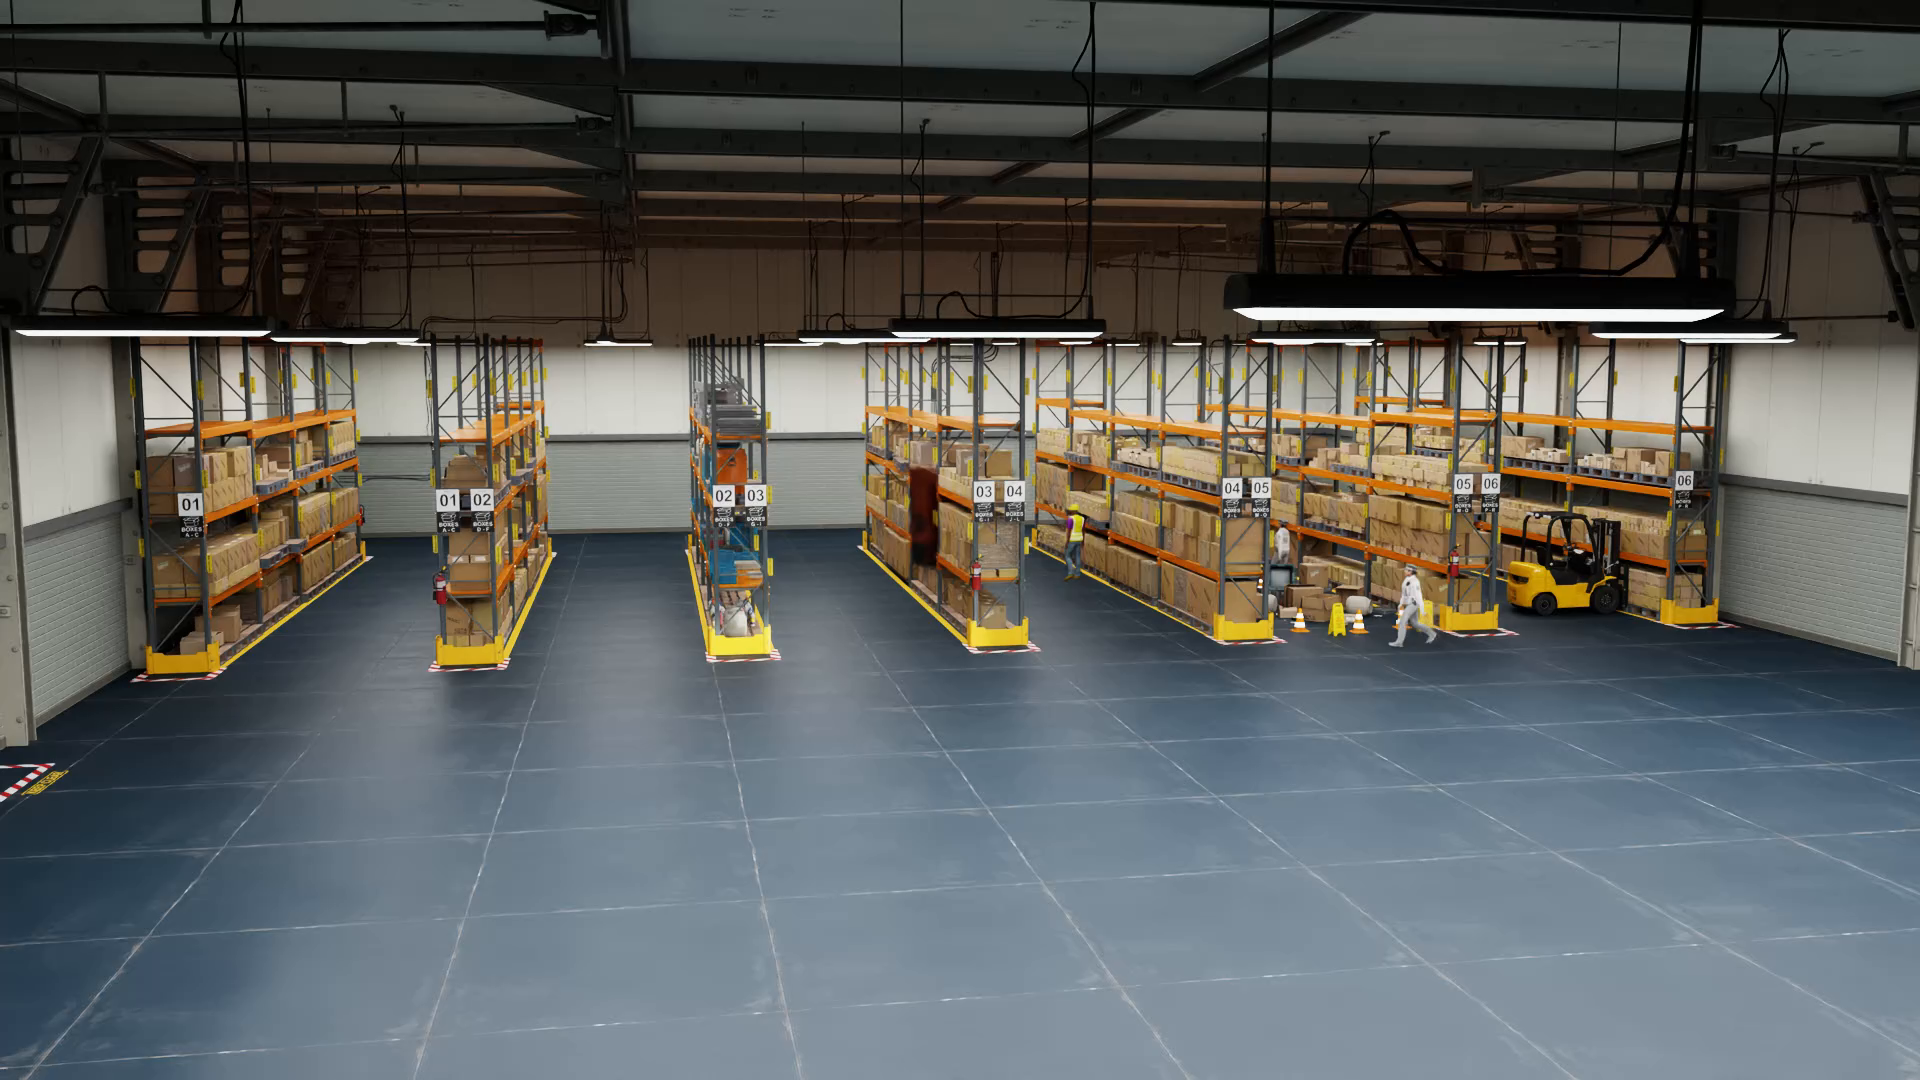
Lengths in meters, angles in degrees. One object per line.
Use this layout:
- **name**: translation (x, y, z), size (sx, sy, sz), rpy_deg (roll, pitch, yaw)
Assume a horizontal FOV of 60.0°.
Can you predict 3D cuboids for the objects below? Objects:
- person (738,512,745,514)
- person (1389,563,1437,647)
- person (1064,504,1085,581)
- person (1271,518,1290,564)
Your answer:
- **person**: translation (-6.375, -0.736, 48.623), size (0.833, 1.758, 0.534), rpy_deg (-1, 7, -9)
- **person**: translation (8.747, 1.243, 32.035), size (1.015, 1.623, 0.542), rpy_deg (-1, 7, -5)
- **person**: translation (2.703, 0.062, 39.440), size (0.612, 1.831, 0.407), rpy_deg (-5, 8, -39)
- **person**: translation (7.767, 0.314, 39.959), size (0.481, 1.684, 0.496), rpy_deg (-4, 8, -33)
